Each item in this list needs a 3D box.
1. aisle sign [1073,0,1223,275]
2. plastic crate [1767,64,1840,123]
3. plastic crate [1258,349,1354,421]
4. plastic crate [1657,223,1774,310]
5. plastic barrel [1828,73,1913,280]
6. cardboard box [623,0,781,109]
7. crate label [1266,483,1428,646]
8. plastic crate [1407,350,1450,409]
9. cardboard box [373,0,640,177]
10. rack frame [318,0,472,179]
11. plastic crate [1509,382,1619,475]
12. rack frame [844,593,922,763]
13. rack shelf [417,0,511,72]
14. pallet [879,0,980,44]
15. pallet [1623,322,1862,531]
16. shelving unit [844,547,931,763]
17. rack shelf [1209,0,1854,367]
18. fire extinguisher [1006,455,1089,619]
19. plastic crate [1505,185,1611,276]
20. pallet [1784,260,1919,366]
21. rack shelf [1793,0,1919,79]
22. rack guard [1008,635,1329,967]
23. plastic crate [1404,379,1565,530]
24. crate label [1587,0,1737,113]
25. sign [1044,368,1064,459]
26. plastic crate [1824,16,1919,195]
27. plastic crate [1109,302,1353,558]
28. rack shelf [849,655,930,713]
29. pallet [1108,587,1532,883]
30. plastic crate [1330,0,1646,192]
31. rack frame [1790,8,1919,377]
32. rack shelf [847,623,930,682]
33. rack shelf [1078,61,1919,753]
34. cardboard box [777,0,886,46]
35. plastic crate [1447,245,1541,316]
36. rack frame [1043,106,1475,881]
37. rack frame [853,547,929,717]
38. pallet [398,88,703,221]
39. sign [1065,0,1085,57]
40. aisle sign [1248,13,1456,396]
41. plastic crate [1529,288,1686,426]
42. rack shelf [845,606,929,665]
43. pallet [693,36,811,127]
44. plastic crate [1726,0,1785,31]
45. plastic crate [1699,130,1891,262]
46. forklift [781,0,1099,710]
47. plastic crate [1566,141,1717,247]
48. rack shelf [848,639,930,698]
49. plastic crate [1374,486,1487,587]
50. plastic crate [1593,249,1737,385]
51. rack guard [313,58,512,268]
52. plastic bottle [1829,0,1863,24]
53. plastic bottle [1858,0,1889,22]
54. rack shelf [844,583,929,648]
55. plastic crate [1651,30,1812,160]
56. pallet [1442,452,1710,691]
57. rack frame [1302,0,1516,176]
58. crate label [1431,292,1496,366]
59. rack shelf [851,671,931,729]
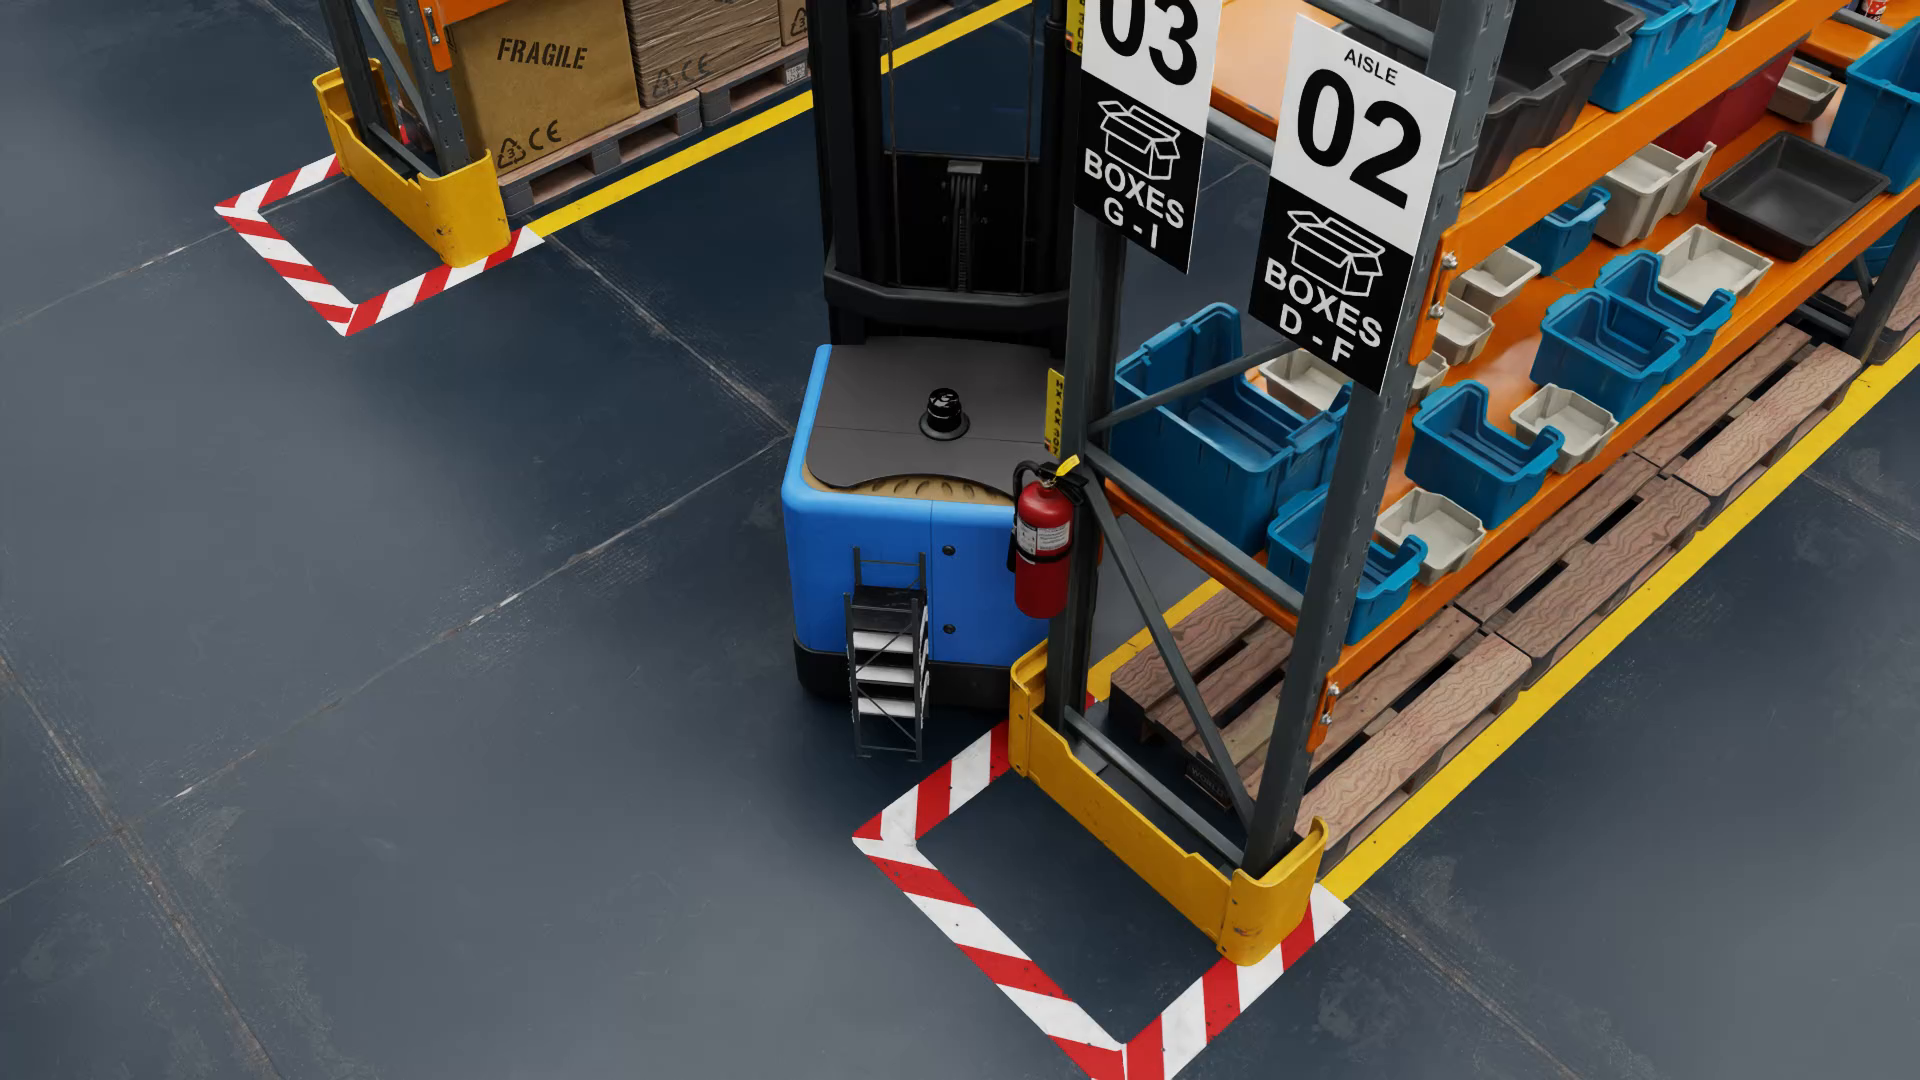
[{"bbox_3d":[0.425,-1.023,3.885,0.004,0.787,0.394,-34,56,-27],"label":"aisle sign"},{"bbox_3d":[3.194,-1.774,6.485,0.243,0.136,0.396,-34,56,-27],"label":"plastic crate"},{"bbox_3d":[1.156,-0.451,5.264,0.243,0.136,0.396,-34,56,-27],"label":"plastic crate"},{"bbox_3d":[2.548,-0.902,5.680,0.466,0.136,0.293,-34,56,-27],"label":"plastic crate"},{"bbox_3d":[4.048,-1.686,7.407,0.708,0.901,0.600,-34,56,-27],"label":"plastic barrel"},{"bbox_3d":[-1.564,-2.943,8.585,0.875,0.875,0.875,-34,56,-27],"label":"cardboard box"},{"bbox_3d":[1.079,0.075,4.713,0.303,0.233,0.416,-34,56,-27],"label":"crate label"},{"bbox_3d":[1.381,-0.586,5.388,0.243,0.136,0.396,-34,56,-27],"label":"plastic crate"},{"bbox_3d":[-2.237,-2.493,8.170,0.875,0.875,0.875,-34,56,-27],"label":"cardboard box"},{"bbox_3d":[-2.657,-2.711,7.211,0.127,3.000,1.000,-34,56,-27],"label":"rack frame"},{"bbox_3d":[1.874,-0.341,5.162,0.298,0.136,0.250,-34,56,-27],"label":"plastic crate"},{"bbox_3d":[-0.256,0.487,5.688,0.240,0.900,0.006,5,47,4],"label":"rack frame"},{"bbox_3d":[-1.177,-3.456,8.388,4.000,0.370,1.077,-34,56,-27],"label":"rack shelf"},{"bbox_3d":[-0.313,-3.410,9.753,1.213,0.211,1.003,-34,56,-27],"label":"pallet"},{"bbox_3d":[3.116,-0.666,7.221,1.213,0.211,1.003,-34,56,-27],"label":"pallet"},{"bbox_3d":[-0.245,0.413,5.757,0.258,0.900,0.210,5,47,4],"label":"shelving unit"},{"bbox_3d":[2.155,-1.780,4.800,4.000,0.370,1.077,-34,56,-27],"label":"rack shelf"},{"bbox_3d":[0.258,-0.038,5.050,0.183,0.674,0.296,-34,56,-27],"label":"fire extinguisher"},{"bbox_3d":[2.022,-1.137,5.831,0.300,0.233,0.416,-34,56,-27],"label":"plastic crate"},{"bbox_3d":[4.233,-1.409,7.907,1.213,0.211,1.003,-34,56,-27],"label":"pallet"},{"bbox_3d":[5.114,-2.741,7.727,4.000,0.370,1.077,-34,56,-27],"label":"rack shelf"},{"bbox_3d":[0.666,0.848,5.627,0.348,0.500,1.175,-34,56,-27],"label":"rack guard"},{"bbox_3d":[1.566,-0.250,5.013,0.300,0.233,0.416,-34,56,-27],"label":"plastic crate"},{"bbox_3d":[1.575,-1.265,3.937,0.502,0.251,0.408,-34,56,-27],"label":"crate label"},{"bbox_3d":[0.293,-0.365,4.934,0.005,0.325,0.100,-34,56,-27],"label":"sign"},{"bbox_3d":[3.518,-1.595,6.150,0.575,0.384,0.392,-34,56,-27],"label":"plastic crate"},{"bbox_3d":[0.797,-0.318,4.937,0.499,0.435,0.616,-34,56,-27],"label":"plastic crate"},{"bbox_3d":[-0.245,0.497,5.847,0.258,0.077,0.200,5,47,4],"label":"rack shelf"},{"bbox_3d":[1.311,0.541,6.107,1.213,0.211,1.003,-34,56,-27],"label":"pallet"},{"bbox_3d":[1.147,-1.030,3.707,0.590,0.269,0.497,-34,56,-27],"label":"plastic crate"},{"bbox_3d":[3.634,-1.996,6.551,0.127,3.000,1.000,-34,56,-27],"label":"rack frame"},{"bbox_3d":[-0.245,0.375,5.715,0.258,0.077,0.200,5,47,4],"label":"rack shelf"},{"bbox_3d":[2.155,-0.763,5.903,4.000,0.370,1.077,-34,56,-27],"label":"rack shelf"},{"bbox_3d":[-0.906,-3.383,8.991,0.875,0.875,0.875,-34,56,-27],"label":"cardboard box"},{"bbox_3d":[1.777,-0.894,5.672,0.250,0.136,0.298,-34,56,-27],"label":"plastic crate"},{"bbox_3d":[0.675,-0.018,4.726,0.127,3.000,1.000,-34,56,-27],"label":"rack frame"},{"bbox_3d":[-0.234,0.339,5.825,0.240,0.900,0.006,5,47,4],"label":"rack frame"},{"bbox_3d":[-2.118,-2.204,8.640,1.213,0.211,1.003,-34,56,-27],"label":"pallet"},{"bbox_3d":[0.293,-1.291,3.930,0.005,0.325,0.100,-34,56,-27],"label":"sign"},{"bbox_3d":[0.821,-0.703,3.589,0.004,0.787,0.394,-34,56,-27],"label":"aisle sign"},{"bbox_3d":[2.053,-0.576,5.313,0.300,0.233,0.416,-34,56,-27],"label":"plastic crate"},{"bbox_3d":[-0.245,0.314,5.649,0.258,0.077,0.200,5,47,4],"label":"rack shelf"},{"bbox_3d":[-1.216,-2.804,9.193,1.213,0.211,1.003,-34,56,-27],"label":"pallet"},{"bbox_3d":[1.990,-1.620,4.205,0.767,0.338,0.504,-34,56,-27],"label":"plastic crate"},{"bbox_3d":[2.987,-1.223,5.984,0.590,0.125,0.437,-34,56,-27],"label":"plastic crate"},{"bbox_3d":[0.068,-1.451,6.094,1.130,2.935,3.031,5,47,4],"label":"forklift"},{"bbox_3d":[2.381,-1.321,5.968,0.530,0.282,0.437,-34,56,-27],"label":"plastic crate"},{"bbox_3d":[-0.245,0.436,5.781,0.258,0.077,0.200,5,47,4],"label":"rack shelf"},{"bbox_3d":[1.372,-0.006,4.853,0.298,0.136,0.250,-34,56,-27],"label":"plastic crate"},{"bbox_3d":[2.275,-0.724,5.450,0.300,0.233,0.416,-34,56,-27],"label":"plastic crate"},{"bbox_3d":[-2.675,-1.852,8.119,0.348,0.500,1.175,-34,56,-27],"label":"rack guard"},{"bbox_3d":[3.709,-2.324,6.938,0.135,0.276,0.152,-34,56,-27],"label":"plastic bottle"},{"bbox_3d":[3.806,-2.241,6.912,0.097,0.201,0.097,0,47,0],"label":"plastic bottle"},{"bbox_3d":[-0.245,0.252,5.583,0.258,0.077,0.200,5,47,4],"label":"rack shelf"},{"bbox_3d":[2.805,-1.733,6.224,0.583,0.464,0.402,-34,56,-27],"label":"plastic crate"},{"bbox_3d":[2.213,-0.059,6.661,1.213,0.211,1.003,-34,56,-27],"label":"pallet"},{"bbox_3d":[0.675,-2.053,2.521,0.127,3.000,1.000,-34,56,-27],"label":"rack frame"},{"bbox_3d":[1.570,-0.737,5.528,0.243,0.136,0.396,-34,56,-27],"label":"crate label"},{"bbox_3d":[-0.245,0.558,5.913,0.258,0.077,0.200,5,47,4],"label":"rack shelf"}]
